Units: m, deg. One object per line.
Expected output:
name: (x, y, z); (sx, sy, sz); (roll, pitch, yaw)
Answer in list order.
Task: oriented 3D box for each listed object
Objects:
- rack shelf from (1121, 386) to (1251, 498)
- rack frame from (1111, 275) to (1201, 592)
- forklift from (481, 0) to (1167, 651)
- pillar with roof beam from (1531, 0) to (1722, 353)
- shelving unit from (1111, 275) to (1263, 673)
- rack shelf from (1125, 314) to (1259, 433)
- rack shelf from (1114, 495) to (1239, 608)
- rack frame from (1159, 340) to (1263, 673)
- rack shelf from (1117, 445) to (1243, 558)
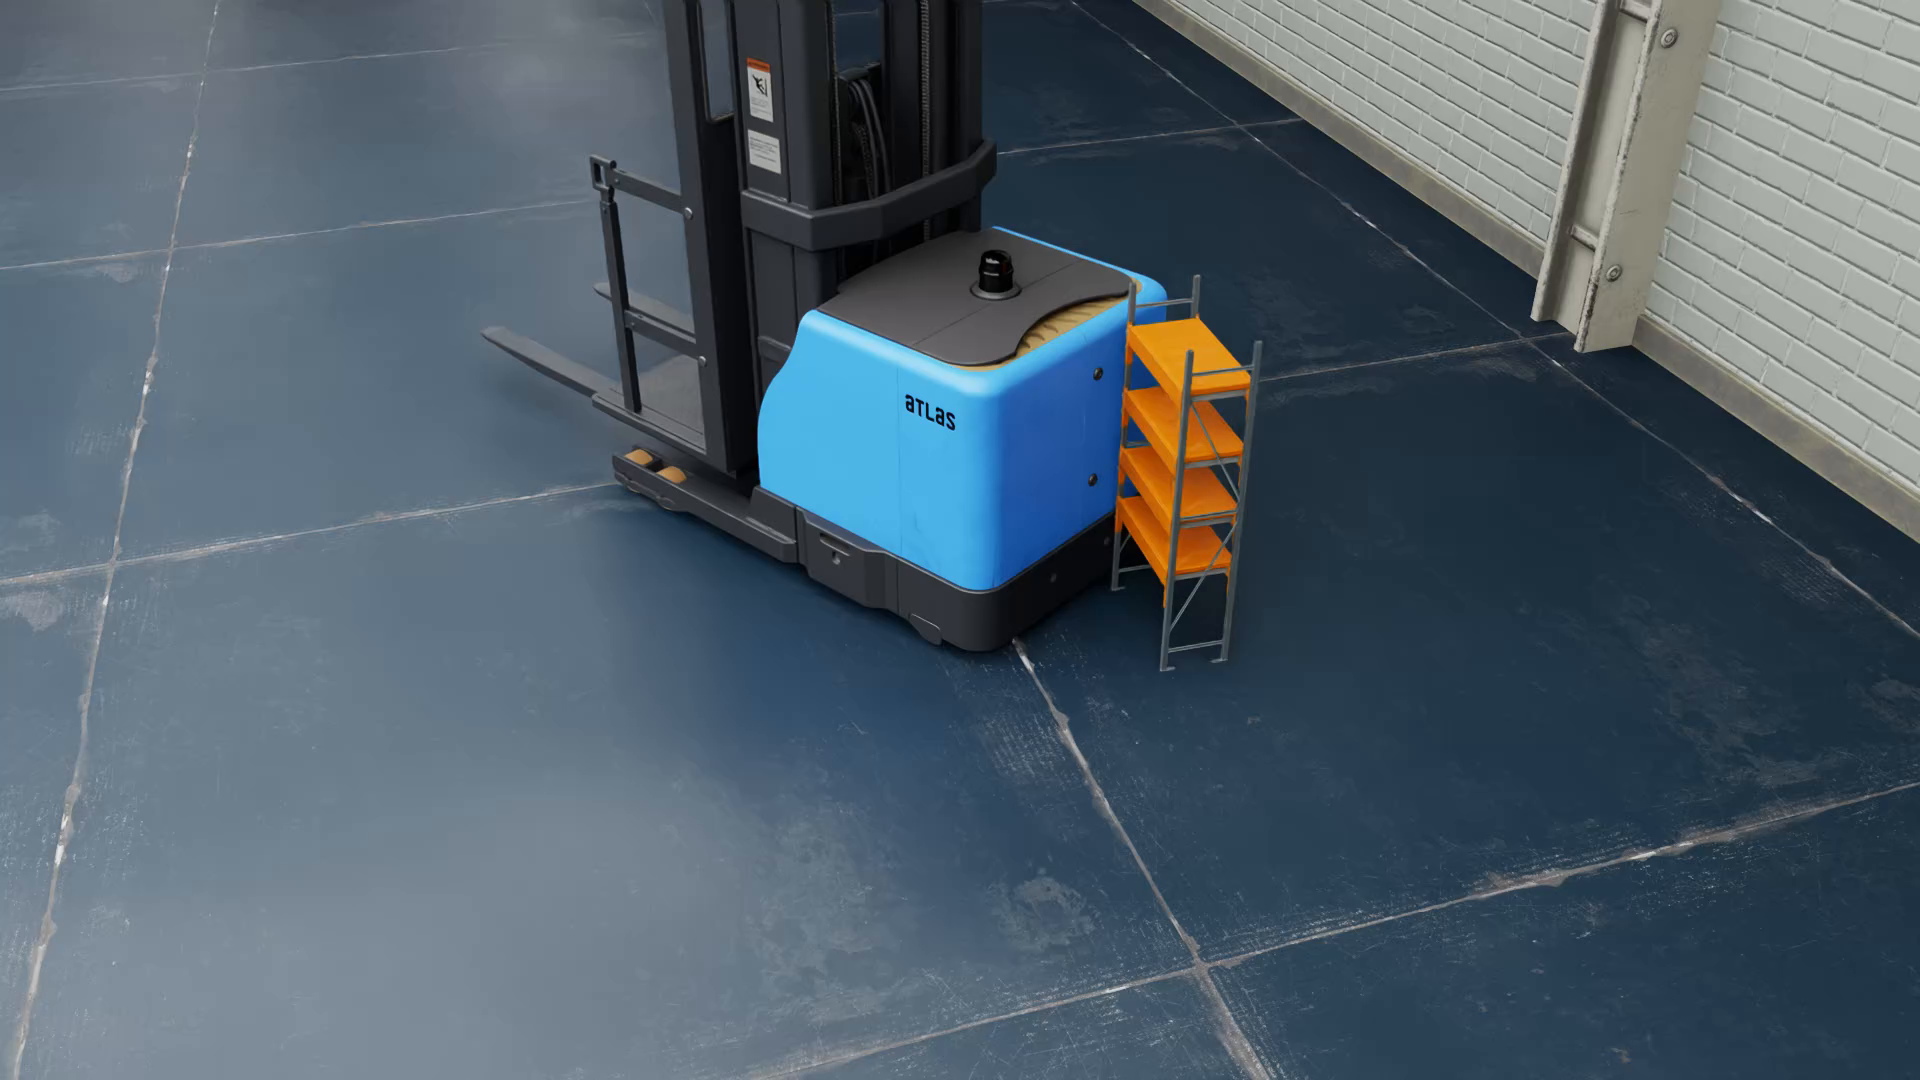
rack shelf: (0.724, -0.336, 5.387); (0.258, 0.148, 0.480); (-8, 34, -13)
rack frame: (0.660, -0.336, 5.670); (0.240, 1.200, 0.015); (-8, 34, -13)
forklift: (-0.722, -1.532, 5.910); (3.031, 2.935, 1.130); (26, 41, 33)
pillar with roof beam: (-1.205, -4.007, 4.152); (9.100, 9.000, 0.400); (-10, 35, -15)
shelving unit: (0.724, -0.206, 5.473); (0.258, 1.200, 0.503); (-8, 34, -13)
rack shelf: (0.724, -0.534, 5.256); (0.258, 0.148, 0.480); (-8, 34, -13)
rack shelf: (0.724, 0.016, 5.620); (0.258, 0.148, 0.480); (-8, 34, -13)
rack frame: (0.787, -0.076, 5.277); (0.240, 1.200, 0.015); (-8, 34, -13)
rack shelf: (0.724, -0.150, 5.510); (0.258, 0.148, 0.480); (-8, 34, -13)
